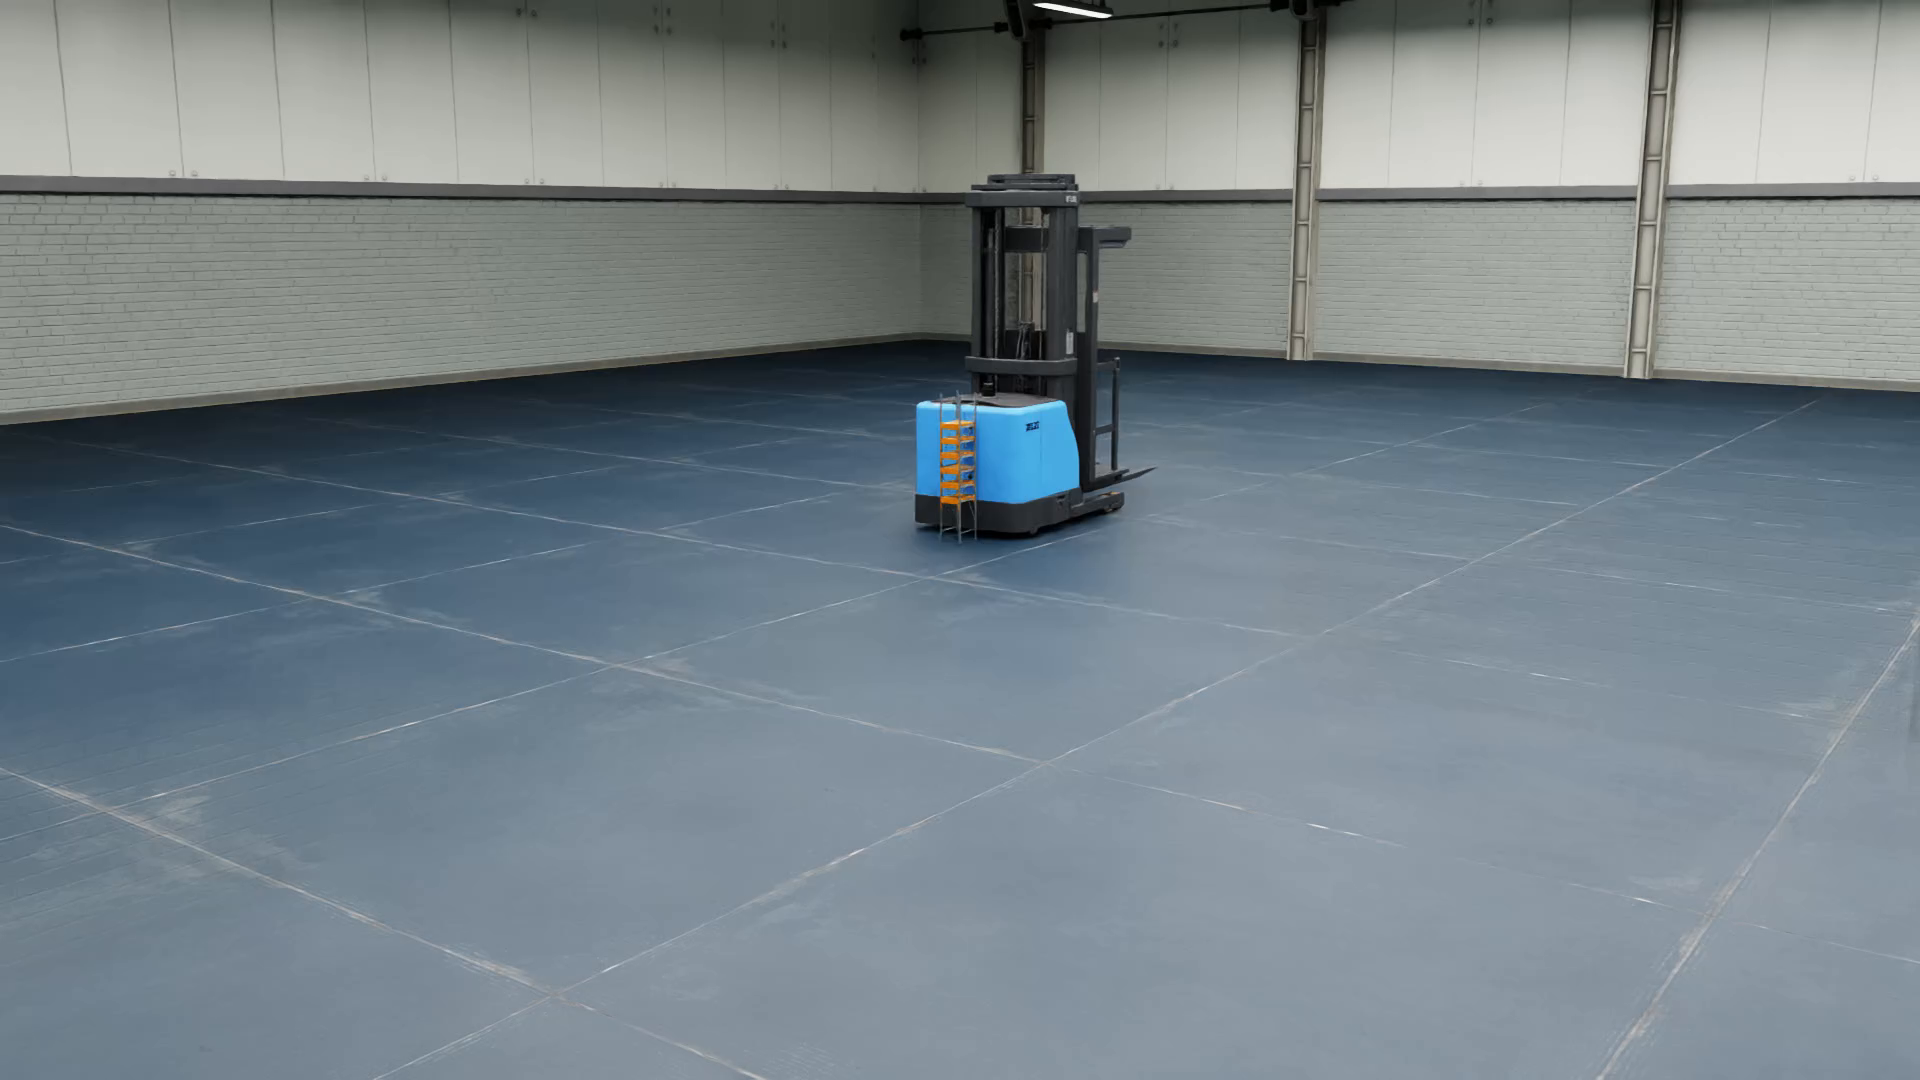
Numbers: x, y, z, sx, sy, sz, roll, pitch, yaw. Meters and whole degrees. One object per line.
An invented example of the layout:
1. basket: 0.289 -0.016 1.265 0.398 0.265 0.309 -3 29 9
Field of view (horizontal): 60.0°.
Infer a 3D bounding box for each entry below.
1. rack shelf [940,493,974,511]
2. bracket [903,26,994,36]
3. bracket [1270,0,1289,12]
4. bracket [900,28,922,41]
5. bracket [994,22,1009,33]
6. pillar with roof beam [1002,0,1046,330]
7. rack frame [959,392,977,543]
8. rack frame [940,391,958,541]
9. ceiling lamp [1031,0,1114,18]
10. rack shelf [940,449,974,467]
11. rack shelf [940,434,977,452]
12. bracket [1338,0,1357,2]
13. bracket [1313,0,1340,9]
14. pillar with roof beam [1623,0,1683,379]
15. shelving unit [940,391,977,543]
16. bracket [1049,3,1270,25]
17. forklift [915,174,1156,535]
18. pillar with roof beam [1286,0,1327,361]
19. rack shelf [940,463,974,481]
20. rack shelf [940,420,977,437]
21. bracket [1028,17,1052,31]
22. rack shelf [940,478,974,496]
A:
1. rack shelf: -0.014 -0.311 13.474 0.180 0.103 0.258 7 13 34
2. bracket: -0.528 -10.387 34.050 3.189 0.066 0.076 8 13 36
3. bracket: 5.742 -9.512 29.529 0.430 0.232 0.235 8 13 36
4. bracket: -1.004 -10.453 34.393 0.430 0.232 0.235 8 13 36
5. bracket: 0.906 -10.187 33.016 0.430 0.232 0.235 8 13 36
6. pillar with roof beam: -1.097 -7.768 29.991 0.548 9.000 9.100 8 13 36
7. rack frame: 0.062 -0.581 13.369 0.006 1.200 0.240 7 13 34
8. rack frame: -0.089 -0.600 13.472 0.006 1.200 0.240 7 13 34
9. ceiling lamp: 1.629 -10.099 26.672 0.800 3.185 2.000 8 13 36
10. rack shelf: -0.013 -0.665 13.407 0.180 0.103 0.258 7 13 34
11. rack shelf: -0.013 -0.783 13.384 0.180 0.103 0.258 7 13 34
12. bracket: 8.488 -9.129 27.549 4.783 0.066 0.076 8 13 36
13. bracket: 6.412 -9.419 29.047 0.430 0.232 0.235 8 13 36
14. pillar with roof beam: 8.575 -6.419 23.017 0.400 9.000 9.100 8 13 36
15. shelving unit: -0.013 -0.590 13.421 0.189 1.200 0.258 7 13 34
16. bracket: 3.652 -9.804 31.036 4.783 0.066 0.076 8 13 36
17. forklift: 0.819 -1.714 14.673 1.130 2.935 3.031 7 13 31
18. pillar with roof beam: 3.739 -7.093 26.504 0.548 9.000 9.100 8 13 36
19. rack shelf: -0.014 -0.547 13.429 0.180 0.103 0.258 7 13 34
20. rack shelf: -0.013 -0.900 13.362 0.180 0.103 0.258 7 13 34
21. bracket: 1.575 -10.093 32.533 0.430 0.232 0.235 8 13 36
22. rack shelf: -0.014 -0.429 13.452 0.180 0.103 0.258 7 13 34
